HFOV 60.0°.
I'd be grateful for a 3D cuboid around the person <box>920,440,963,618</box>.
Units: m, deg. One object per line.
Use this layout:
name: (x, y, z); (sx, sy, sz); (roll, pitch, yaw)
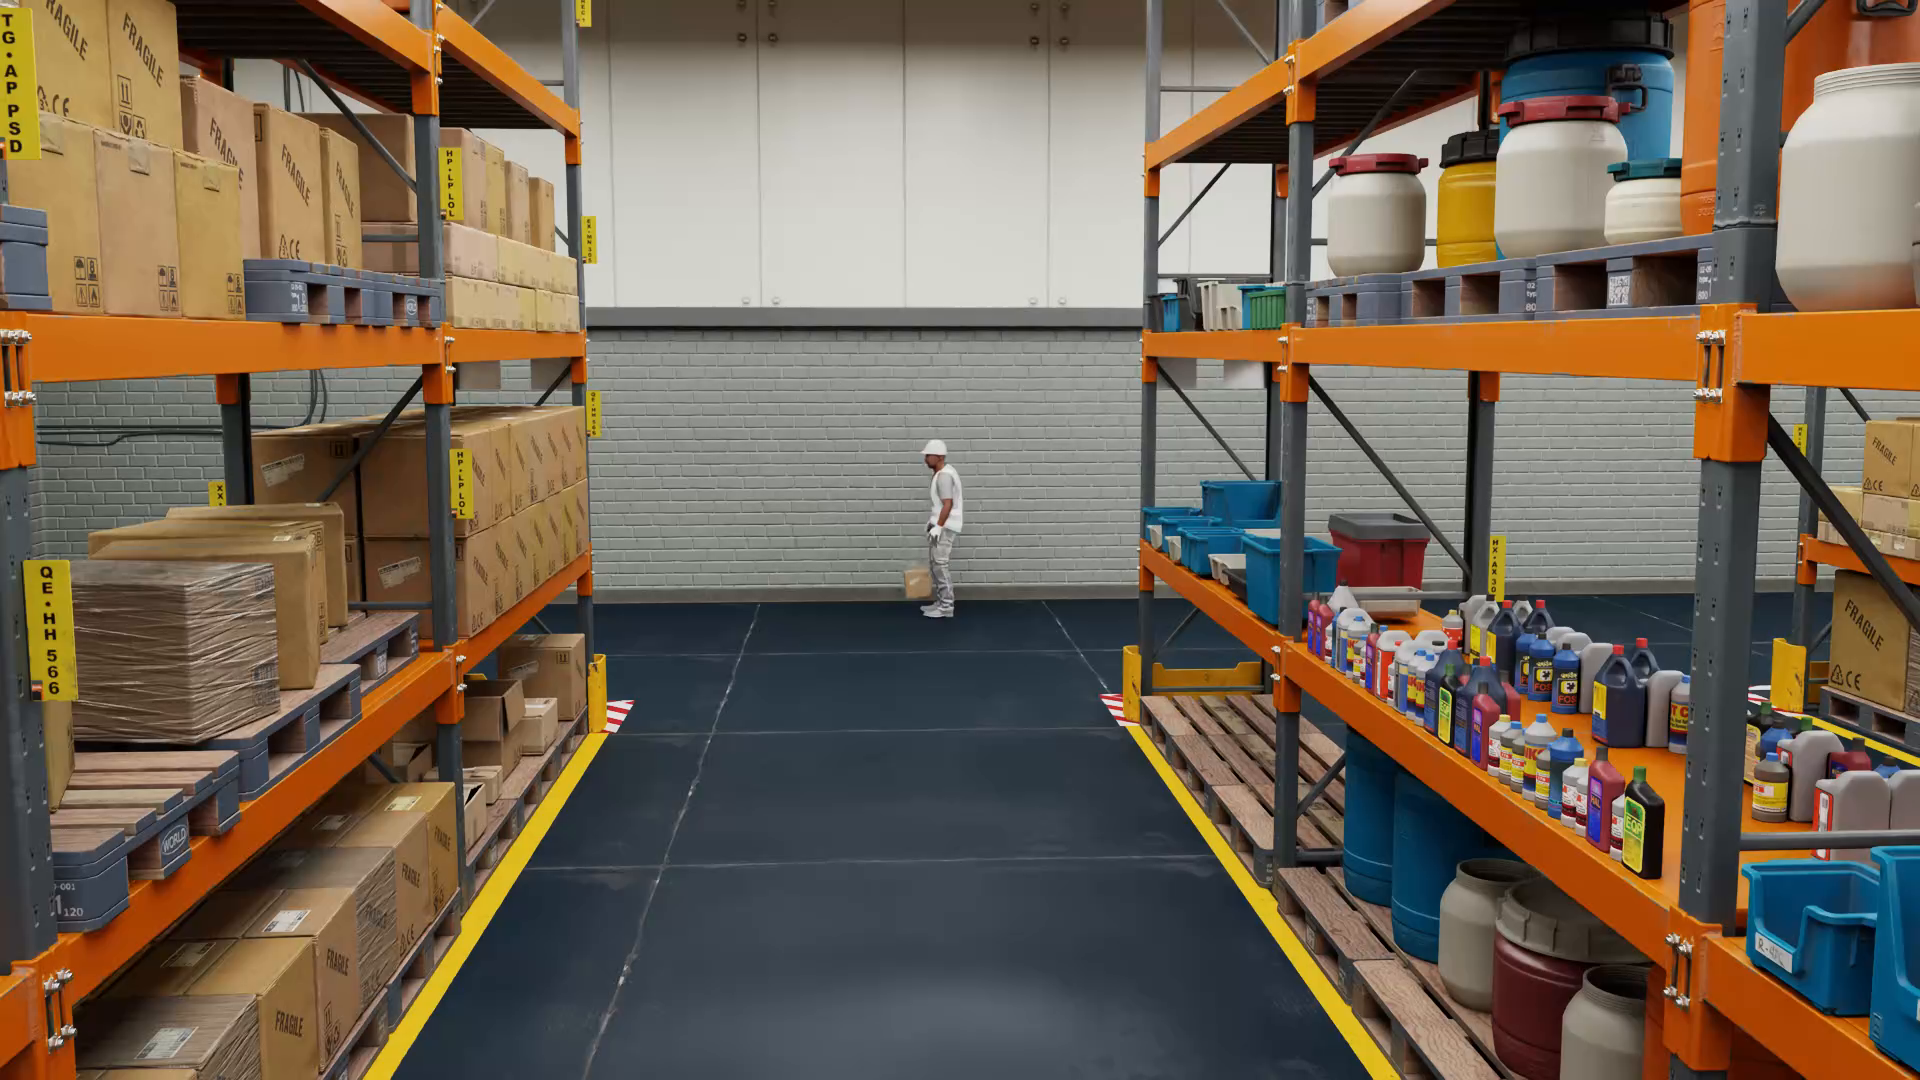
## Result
person: (-0.191, -0.119, 16.682); (0.426, 1.777, 0.580); (-1, 7, -5)
